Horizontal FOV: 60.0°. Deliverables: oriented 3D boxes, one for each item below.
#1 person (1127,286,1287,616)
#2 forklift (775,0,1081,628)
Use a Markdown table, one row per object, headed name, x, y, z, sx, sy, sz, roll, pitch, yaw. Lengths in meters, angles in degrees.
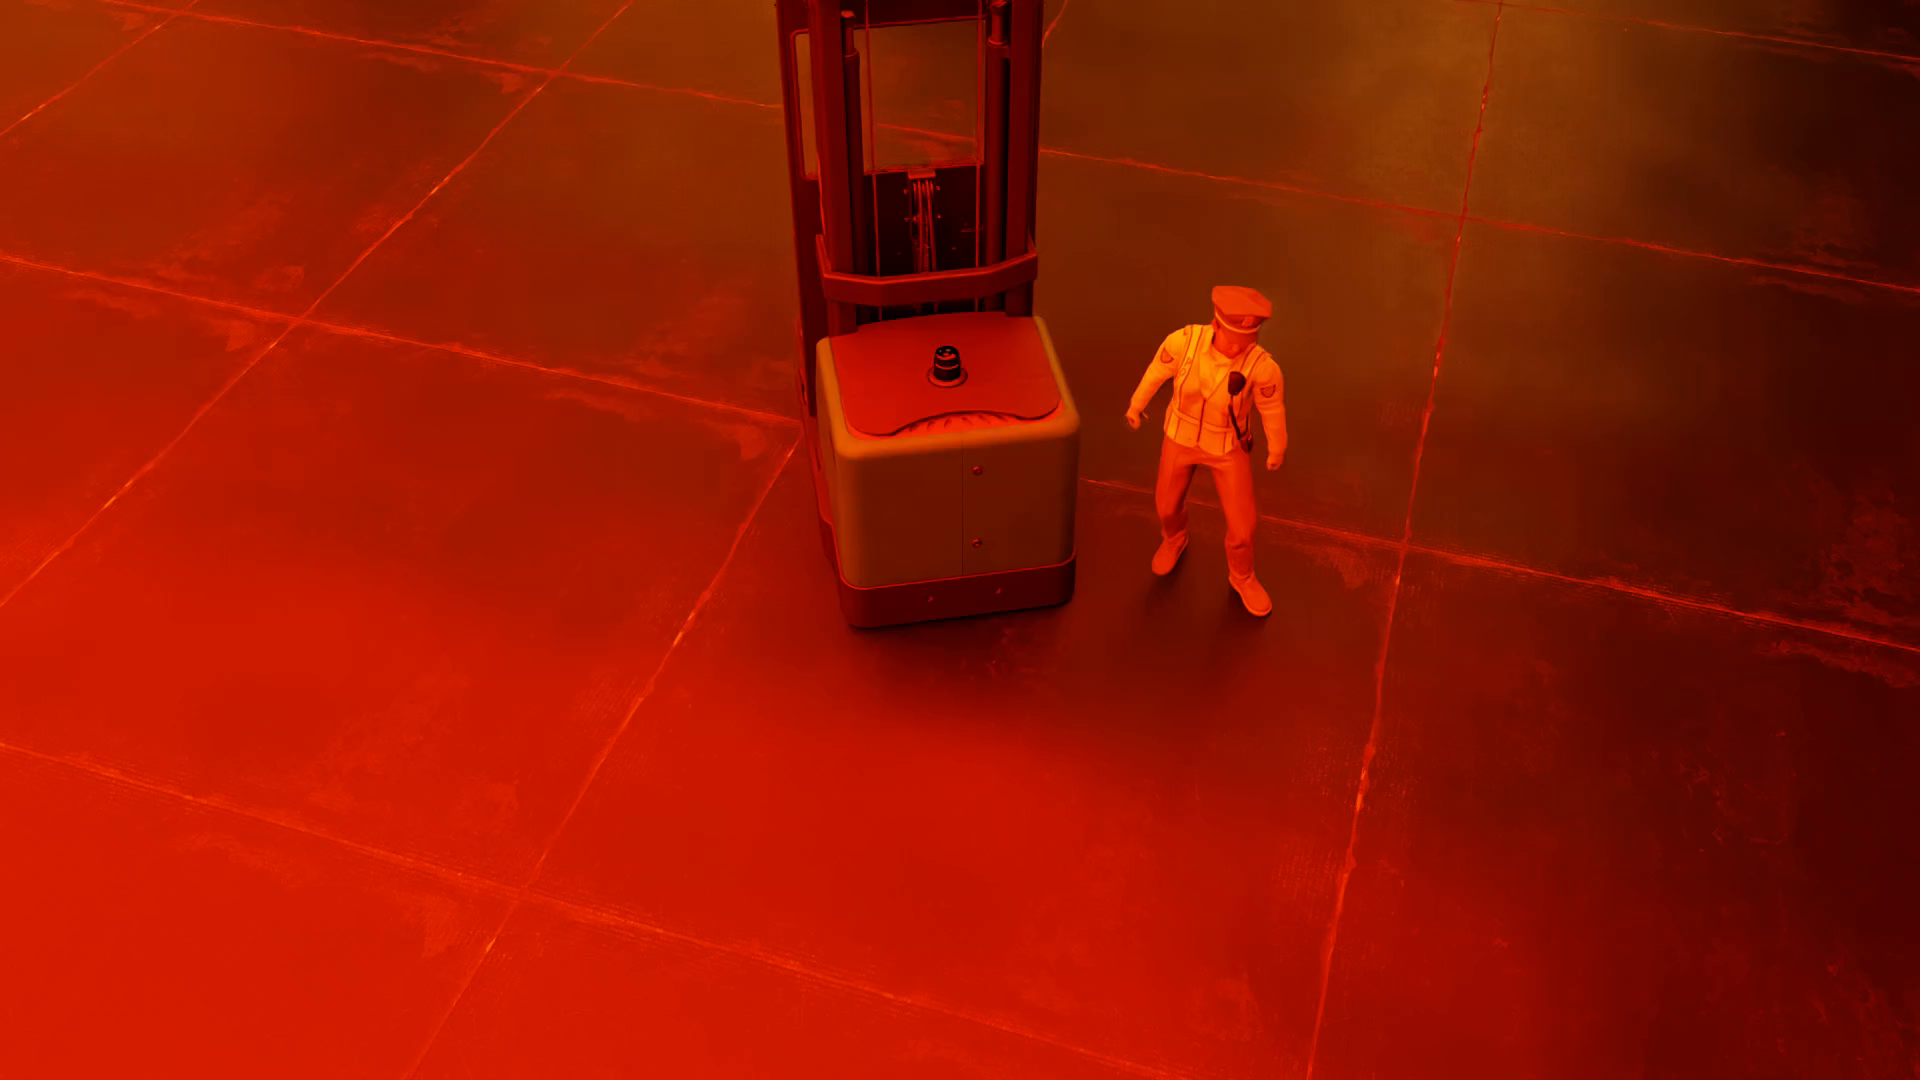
| name | x | y | z | sx | sy | sz | roll | pitch | yaw |
| --- | --- | --- | --- | --- | --- | --- | --- | --- | --- |
| person | 1.073 | -0.421 | 7.127 | 0.796 | 1.641 | 0.417 | 18 | 46 | 18 |
| forklift | -0.245 | -1.699 | 7.516 | 1.130 | 2.935 | 3.031 | -7 | 43 | -7 |
